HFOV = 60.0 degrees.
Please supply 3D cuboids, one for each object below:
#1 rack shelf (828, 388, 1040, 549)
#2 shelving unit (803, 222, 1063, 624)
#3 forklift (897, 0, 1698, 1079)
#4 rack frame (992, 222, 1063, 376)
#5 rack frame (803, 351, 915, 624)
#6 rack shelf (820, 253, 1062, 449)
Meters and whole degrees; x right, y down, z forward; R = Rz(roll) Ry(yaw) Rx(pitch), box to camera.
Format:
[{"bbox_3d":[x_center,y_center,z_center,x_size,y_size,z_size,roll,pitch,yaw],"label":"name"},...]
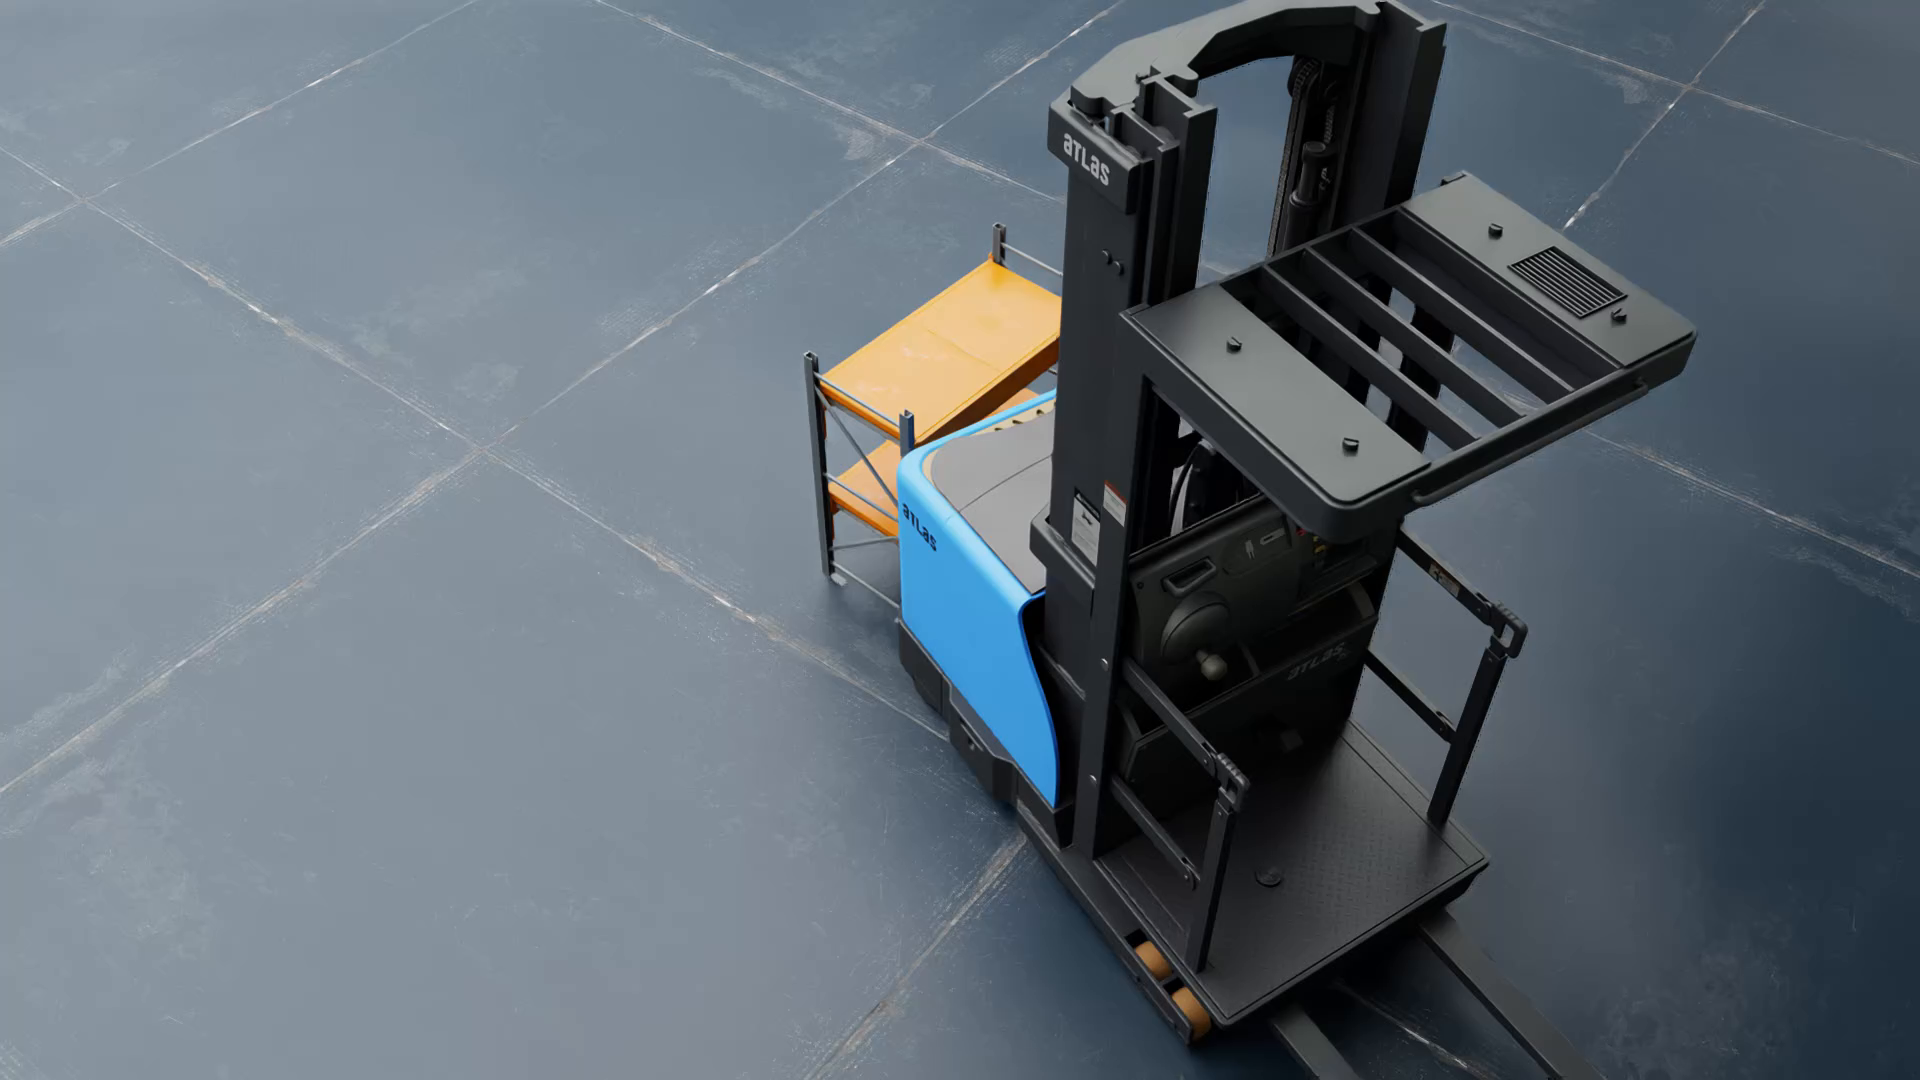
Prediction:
[{"bbox_3d":[-0.015,-0.255,6.554,0.538,0.278,1.000,32,54,27],"label":"rack shelf"},{"bbox_3d":[-0.015,-0.424,6.377,0.538,1.125,1.048,32,54,27],"label":"shelving unit"},{"bbox_3d":[0.984,0.167,4.563,1.130,2.935,3.031,-25,51,-22],"label":"forklift"},{"bbox_3d":[0.320,-0.700,6.640,0.500,1.125,0.032,32,54,27],"label":"rack frame"},{"bbox_3d":[-0.351,-0.148,6.113,0.500,1.125,0.032,32,54,27],"label":"rack frame"},{"bbox_3d":[-0.015,-0.626,6.165,0.538,0.278,1.000,32,54,27],"label":"rack shelf"}]
